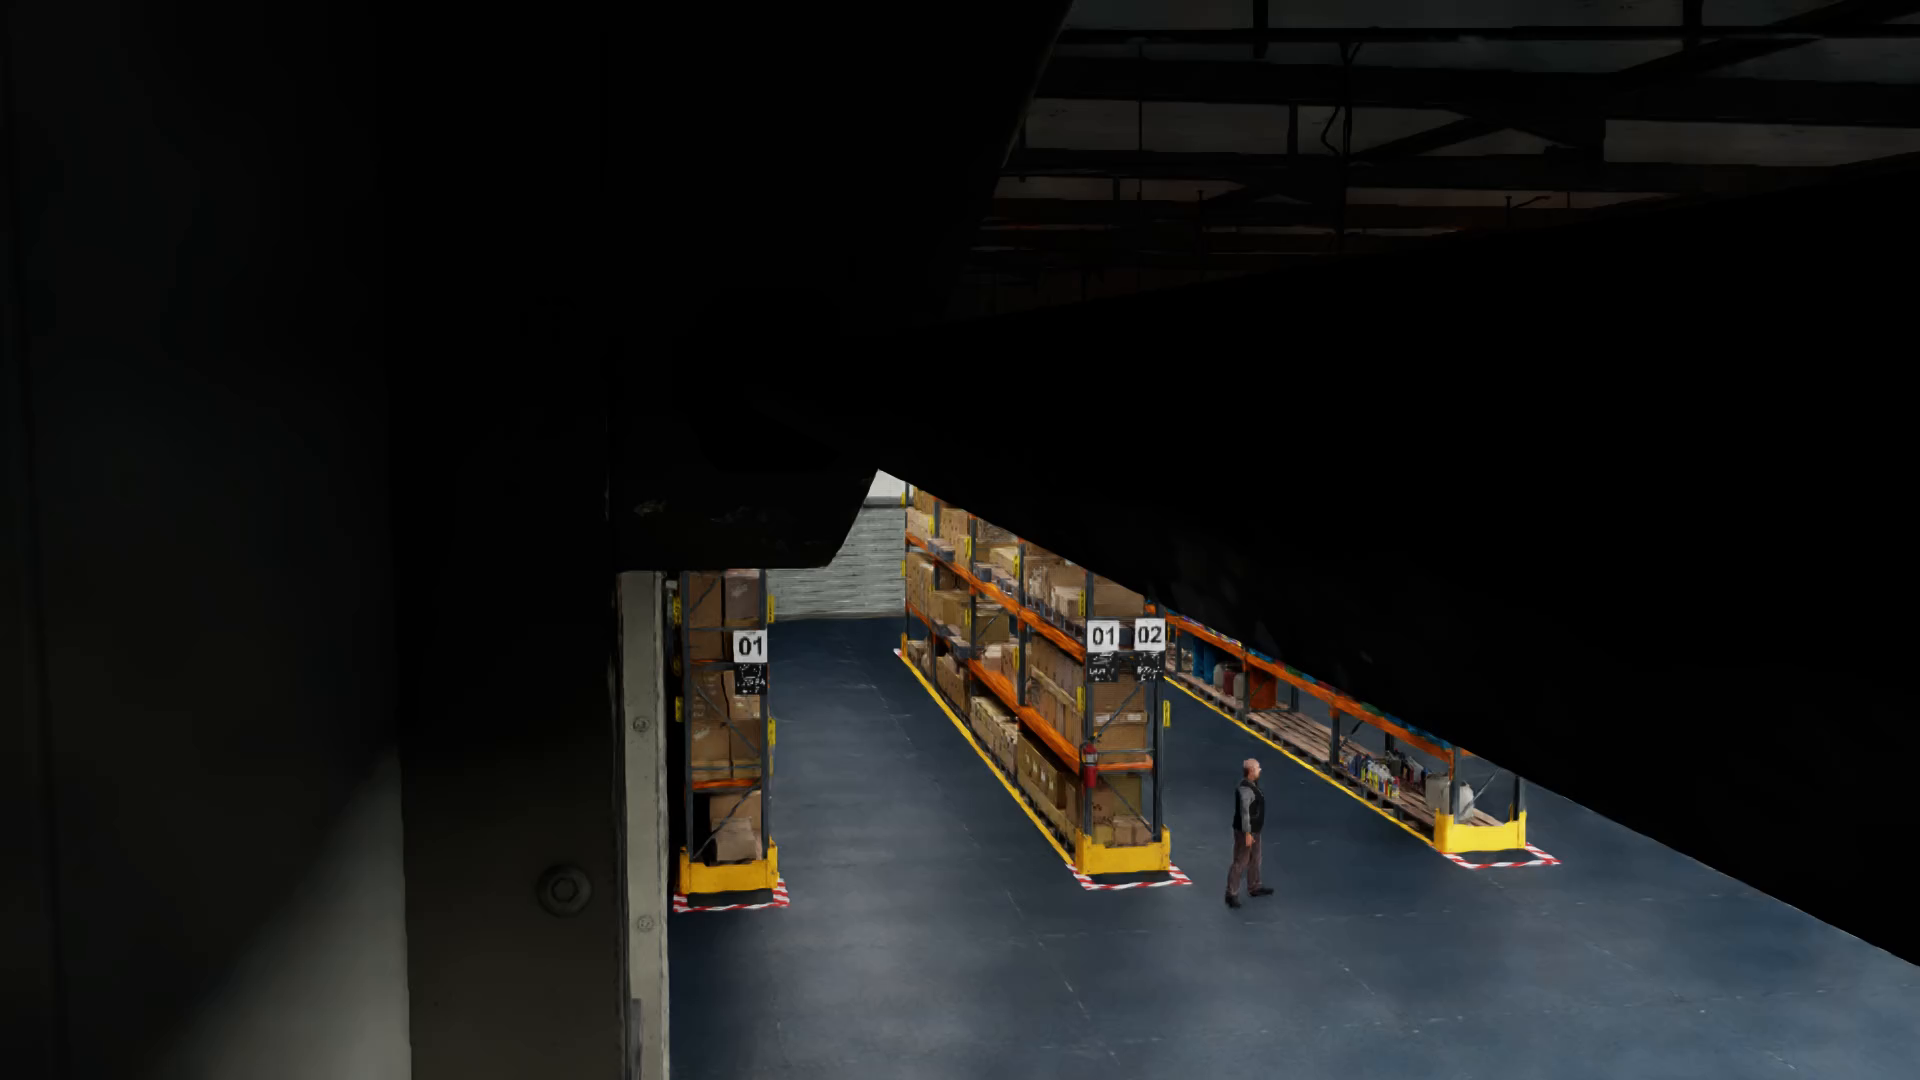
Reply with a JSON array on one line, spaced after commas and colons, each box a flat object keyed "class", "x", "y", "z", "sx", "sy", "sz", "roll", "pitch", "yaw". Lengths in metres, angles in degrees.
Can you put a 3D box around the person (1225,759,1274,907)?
[{"class": "person", "x": 3.426, "y": 3.424, "z": 19.681, "sx": 0.499, "sy": 1.718, "sz": 0.698, "roll": 2, "pitch": 6, "yaw": 21}]
